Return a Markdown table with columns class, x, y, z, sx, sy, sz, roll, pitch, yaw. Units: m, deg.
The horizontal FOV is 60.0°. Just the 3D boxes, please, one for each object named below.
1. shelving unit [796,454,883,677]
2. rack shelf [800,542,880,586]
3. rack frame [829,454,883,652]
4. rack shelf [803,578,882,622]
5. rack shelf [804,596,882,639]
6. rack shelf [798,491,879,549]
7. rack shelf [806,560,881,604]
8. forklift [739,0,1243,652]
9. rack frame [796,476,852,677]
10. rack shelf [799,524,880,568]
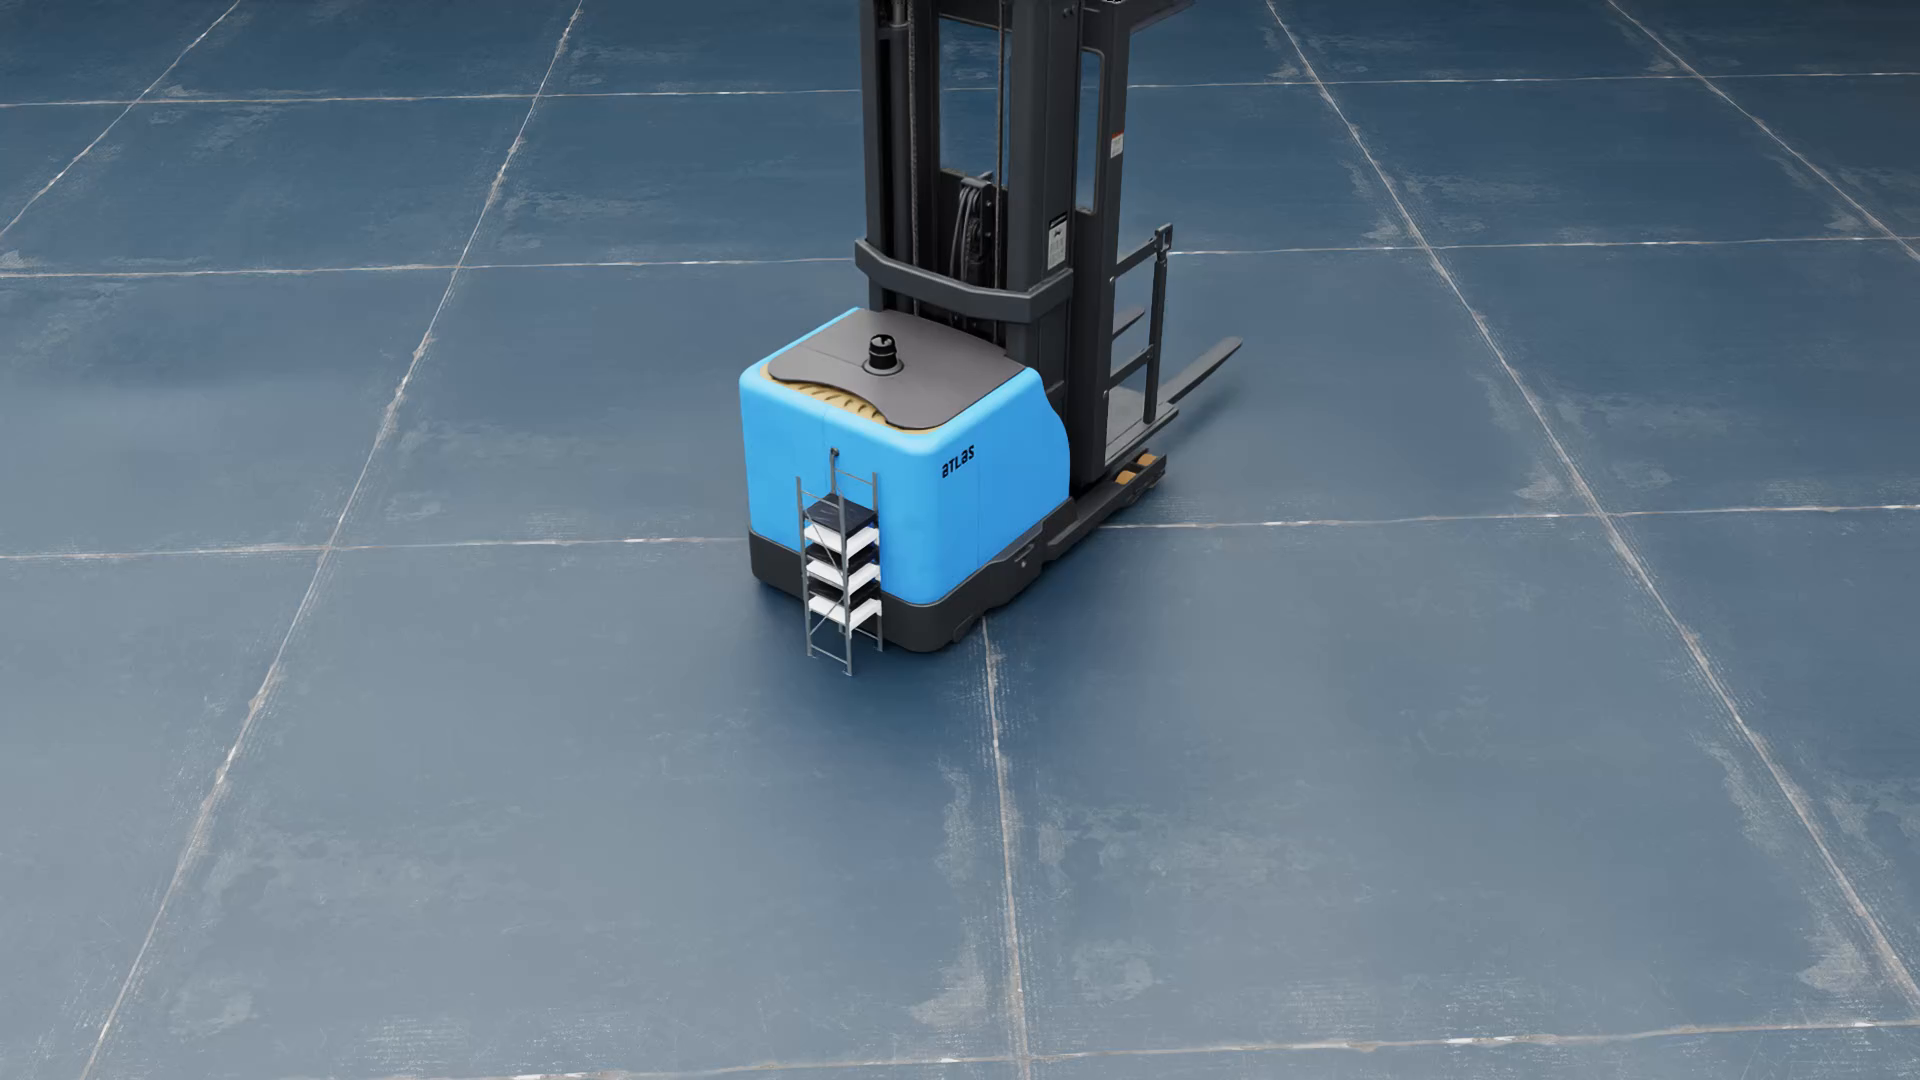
| class | x | y | z | sx | sy | sz | roll | pitch | yaw |
| --- | --- | --- | --- | --- | --- | --- | --- | --- | --- |
| shelving unit | -0.486 | 0.112 | 6.797 | 0.258 | 0.900 | 0.210 | 23 | 41 | 29 |
| rack shelf | -0.486 | 0.066 | 6.764 | 0.258 | 0.077 | 0.200 | 23 | 41 | 29 |
| rack frame | -0.426 | 0.066 | 6.864 | 0.240 | 0.900 | 0.006 | 23 | 41 | 29 |
| rack shelf | -0.486 | 0.214 | 6.867 | 0.258 | 0.077 | 0.200 | 23 | 41 | 29 |
| rack shelf | -0.486 | 0.288 | 6.918 | 0.258 | 0.077 | 0.200 | 23 | 41 | 29 |
| rack shelf | -0.486 | -0.082 | 6.662 | 0.258 | 0.077 | 0.200 | 23 | 41 | 29 |
| rack shelf | -0.486 | 0.140 | 6.816 | 0.258 | 0.077 | 0.200 | 23 | 41 | 29 |
| forklift | 0.349 | -1.522 | 7.373 | 1.130 | 2.935 | 3.031 | 23 | 41 | 29 |
| rack frame | -0.547 | 0.159 | 6.730 | 0.240 | 0.900 | 0.006 | 23 | 41 | 29 |
| rack shelf | -0.486 | -0.008 | 6.713 | 0.258 | 0.077 | 0.200 | 23 | 41 | 29 |
